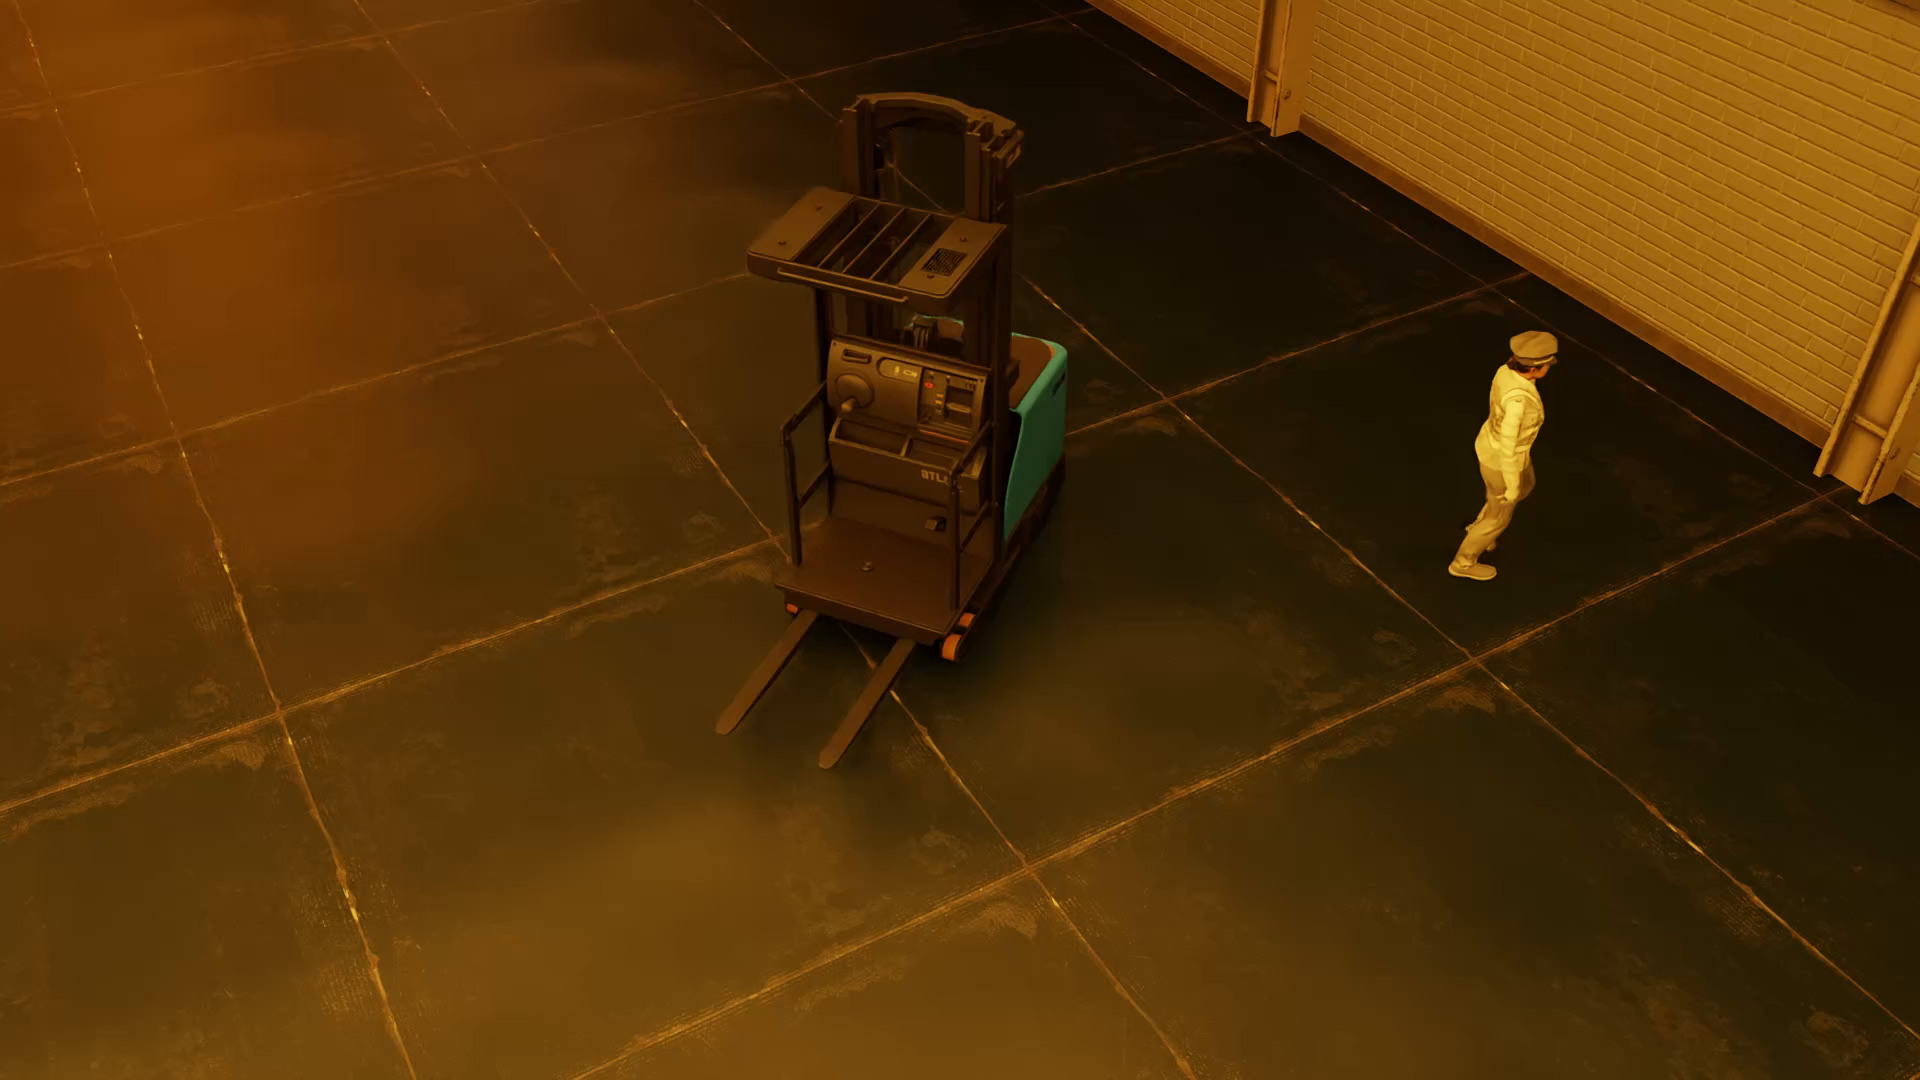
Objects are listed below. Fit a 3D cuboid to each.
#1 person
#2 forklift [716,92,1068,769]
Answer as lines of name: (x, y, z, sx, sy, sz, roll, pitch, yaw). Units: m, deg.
person: (3.193, -0.464, 9.614, 0.450, 1.671, 0.599, 3, 40, 4)
forklift: (-0.380, -0.748, 8.938, 1.130, 2.935, 3.031, 16, 42, 18)
